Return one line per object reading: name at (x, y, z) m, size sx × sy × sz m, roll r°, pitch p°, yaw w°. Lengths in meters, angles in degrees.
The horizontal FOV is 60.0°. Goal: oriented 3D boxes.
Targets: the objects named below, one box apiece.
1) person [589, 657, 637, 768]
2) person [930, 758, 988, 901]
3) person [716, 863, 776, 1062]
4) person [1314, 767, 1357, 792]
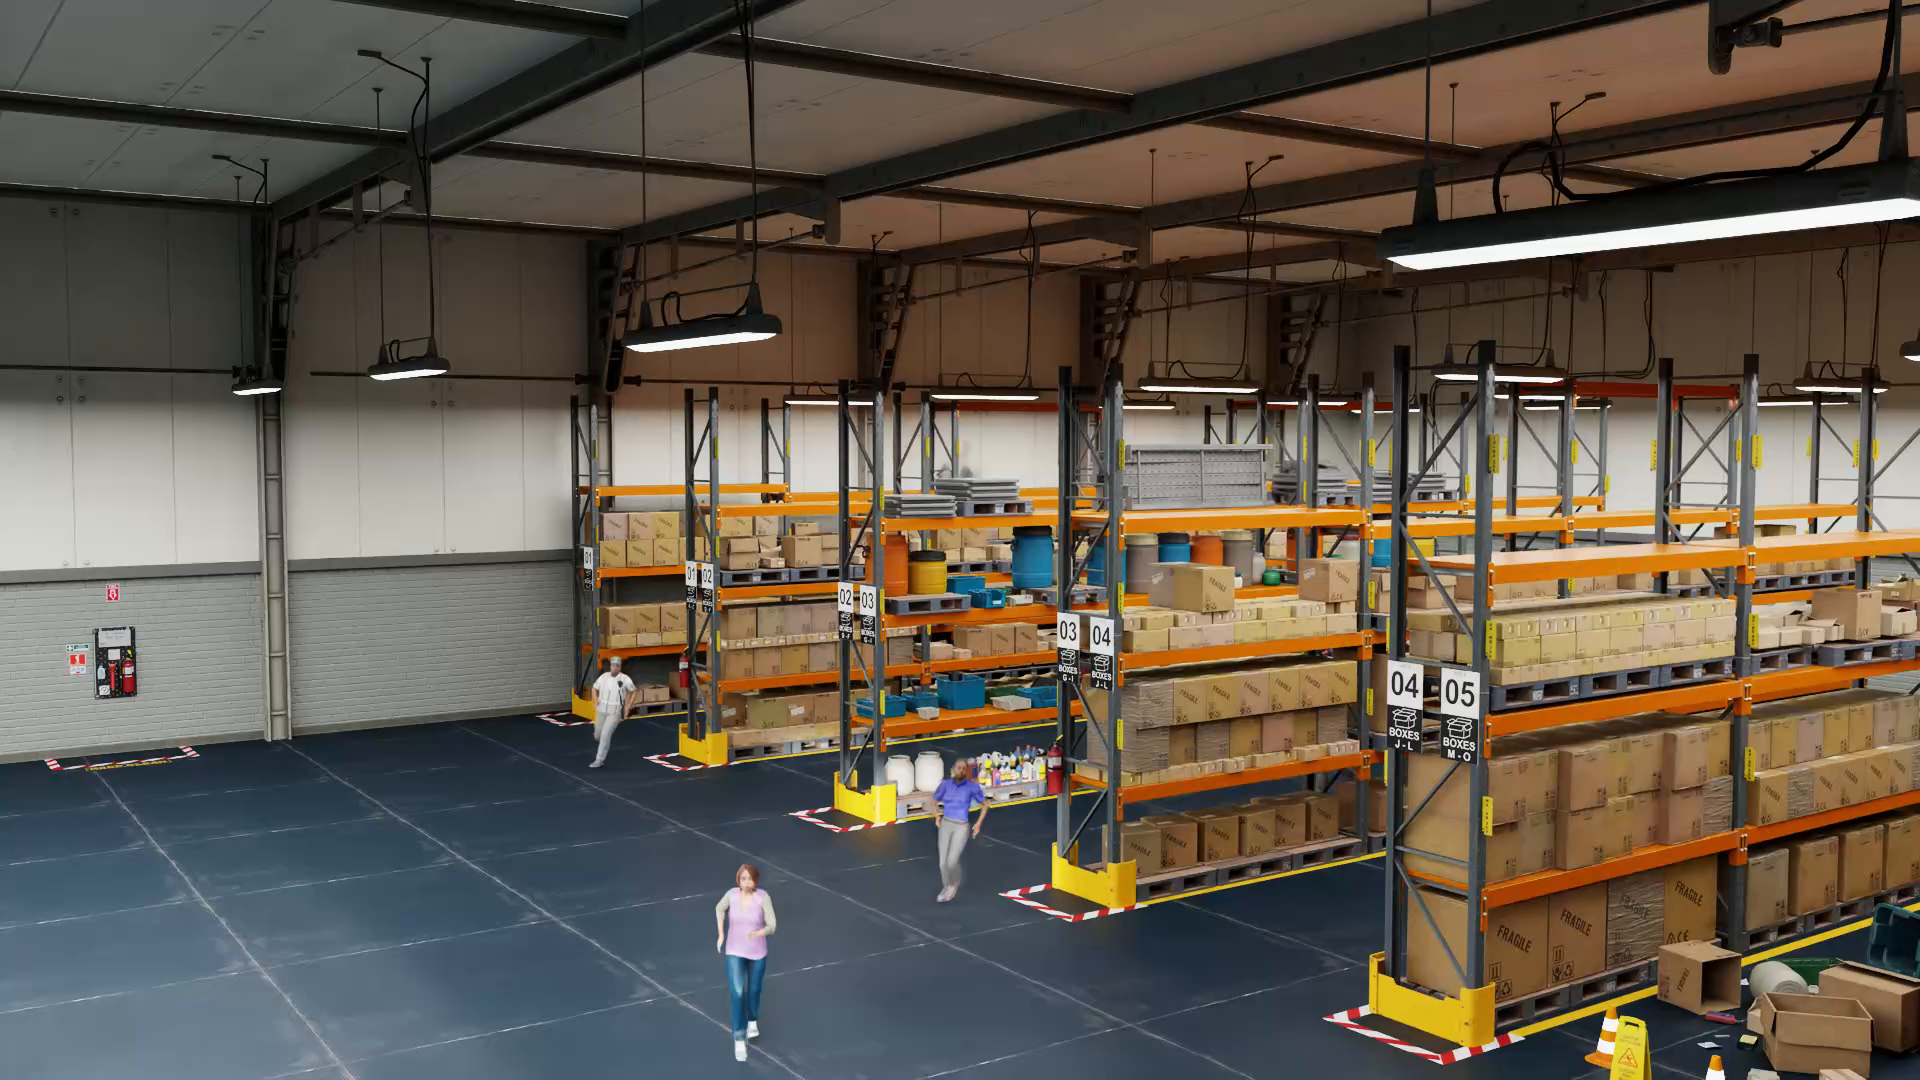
person at (-5.529, 2.709, 26.450) m, size 0.720 × 1.731 × 0.852 m, roll 0°, pitch 3°, yaw 6°
person at (-0.038, 3.239, 18.536) m, size 0.636 × 1.615 × 0.560 m, roll 1°, pitch 4°, yaw 16°
person at (-1.799, 3.519, 14.003) m, size 0.498 × 1.637 × 0.783 m, roll -1°, pitch 3°, yaw -9°
person at (5.295, 2.842, 23.463) m, size 0.966 × 1.761 × 0.655 m, roll -3°, pitch 4°, yaw -37°
